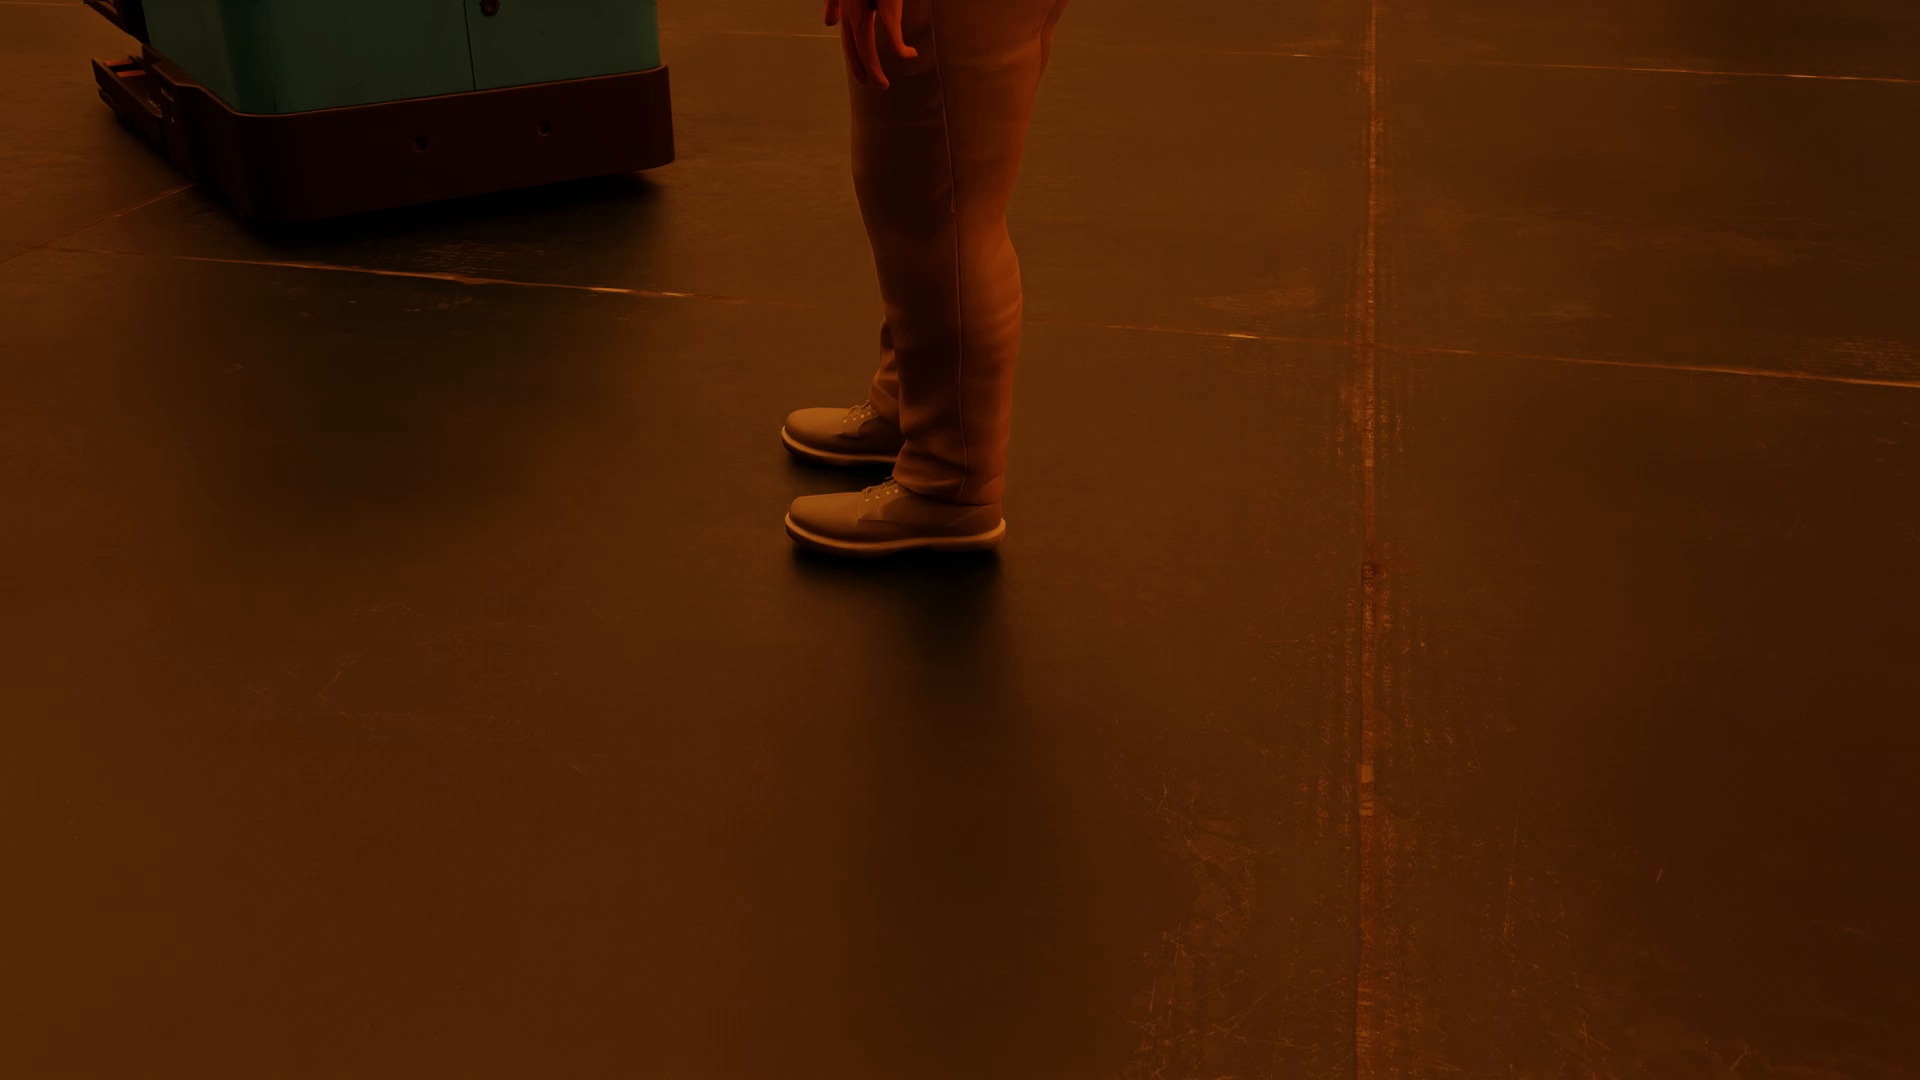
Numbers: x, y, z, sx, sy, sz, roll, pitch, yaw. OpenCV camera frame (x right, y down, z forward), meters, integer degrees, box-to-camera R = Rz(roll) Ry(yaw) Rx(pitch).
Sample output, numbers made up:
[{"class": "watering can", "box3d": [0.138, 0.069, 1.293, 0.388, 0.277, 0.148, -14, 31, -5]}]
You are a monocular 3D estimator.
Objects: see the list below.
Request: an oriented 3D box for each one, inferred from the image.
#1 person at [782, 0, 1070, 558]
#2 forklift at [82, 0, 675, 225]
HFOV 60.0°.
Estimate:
[{"class": "person", "box3d": [-0.084, -0.793, 2.138, 0.551, 1.727, 0.635, 6, 27, 11]}, {"class": "forklift", "box3d": [-1.977, -2.640, 4.479, 1.130, 2.935, 3.031, -17, 31, -30]}]
